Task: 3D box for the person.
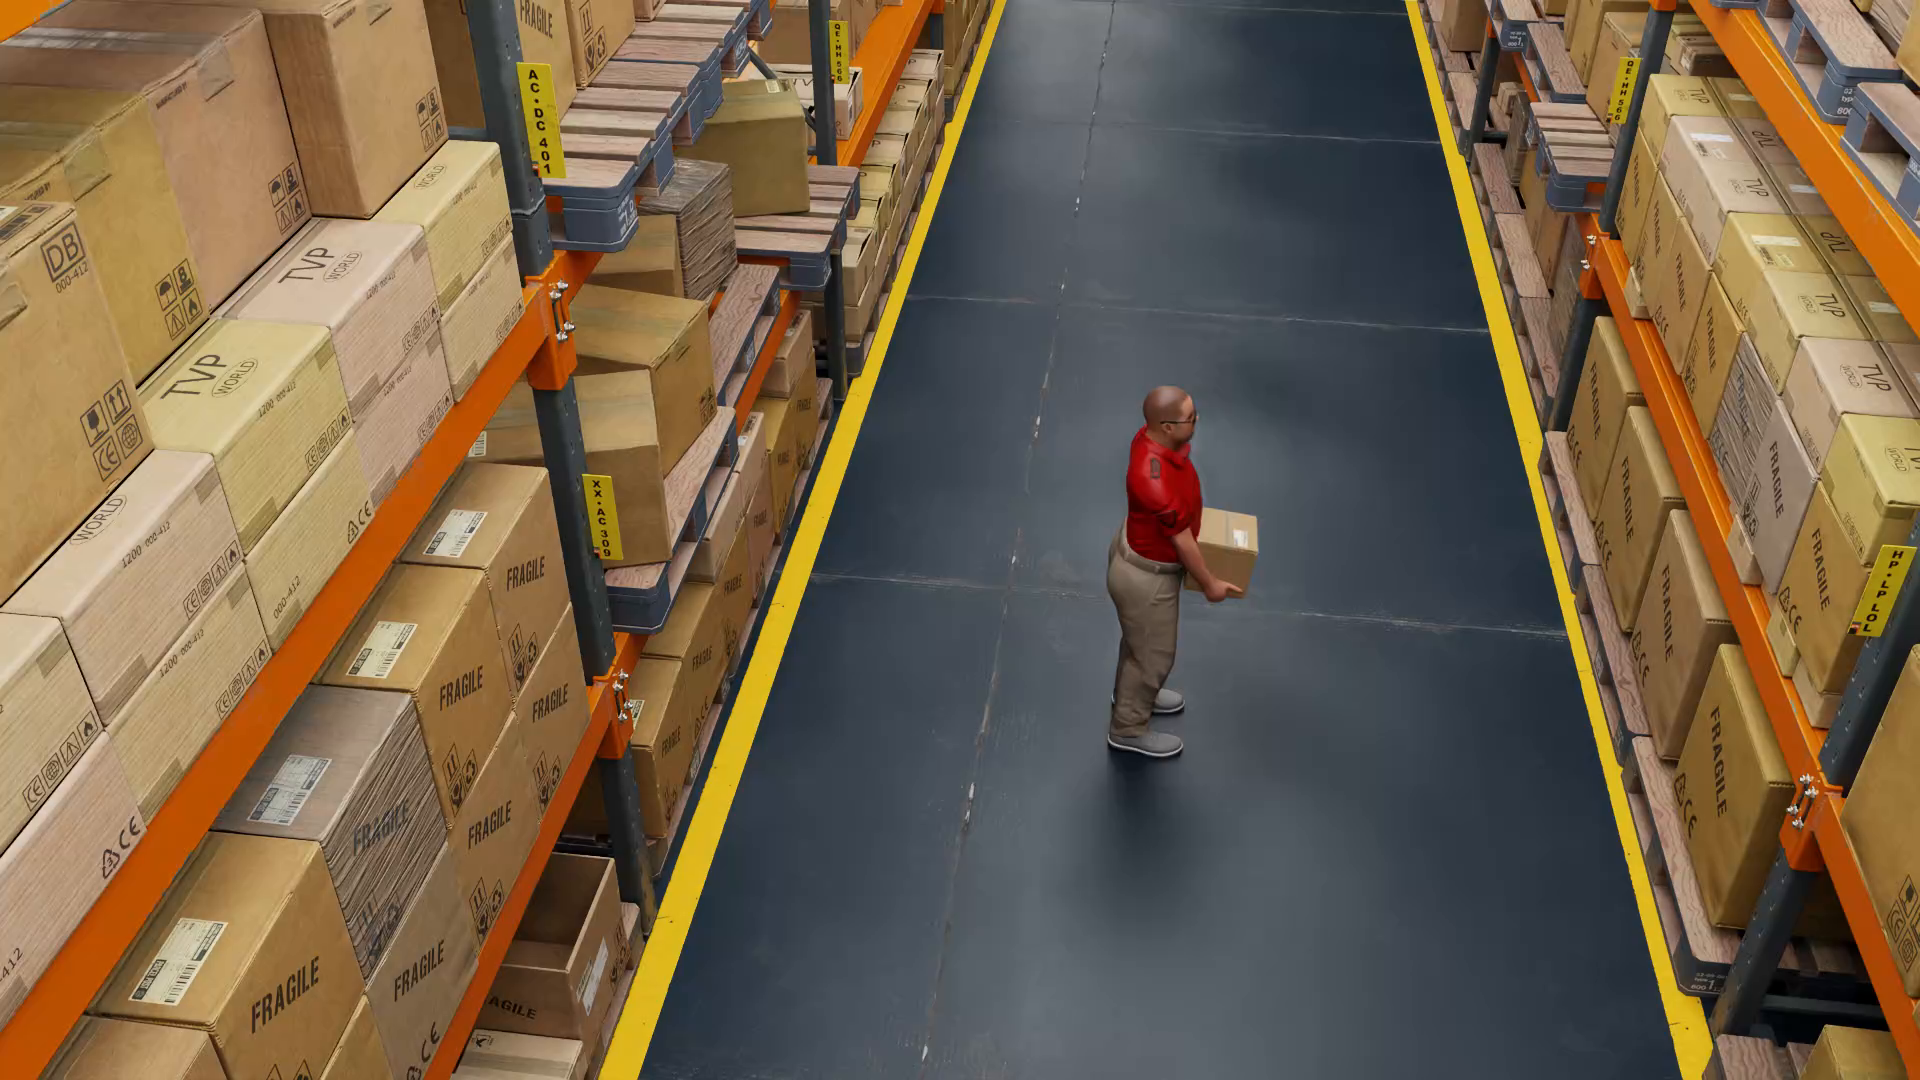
[{"bbox_3d":[0.897,0.124,6.892,0.526,1.726,0.490,4,36,5],"label":"person"}]
